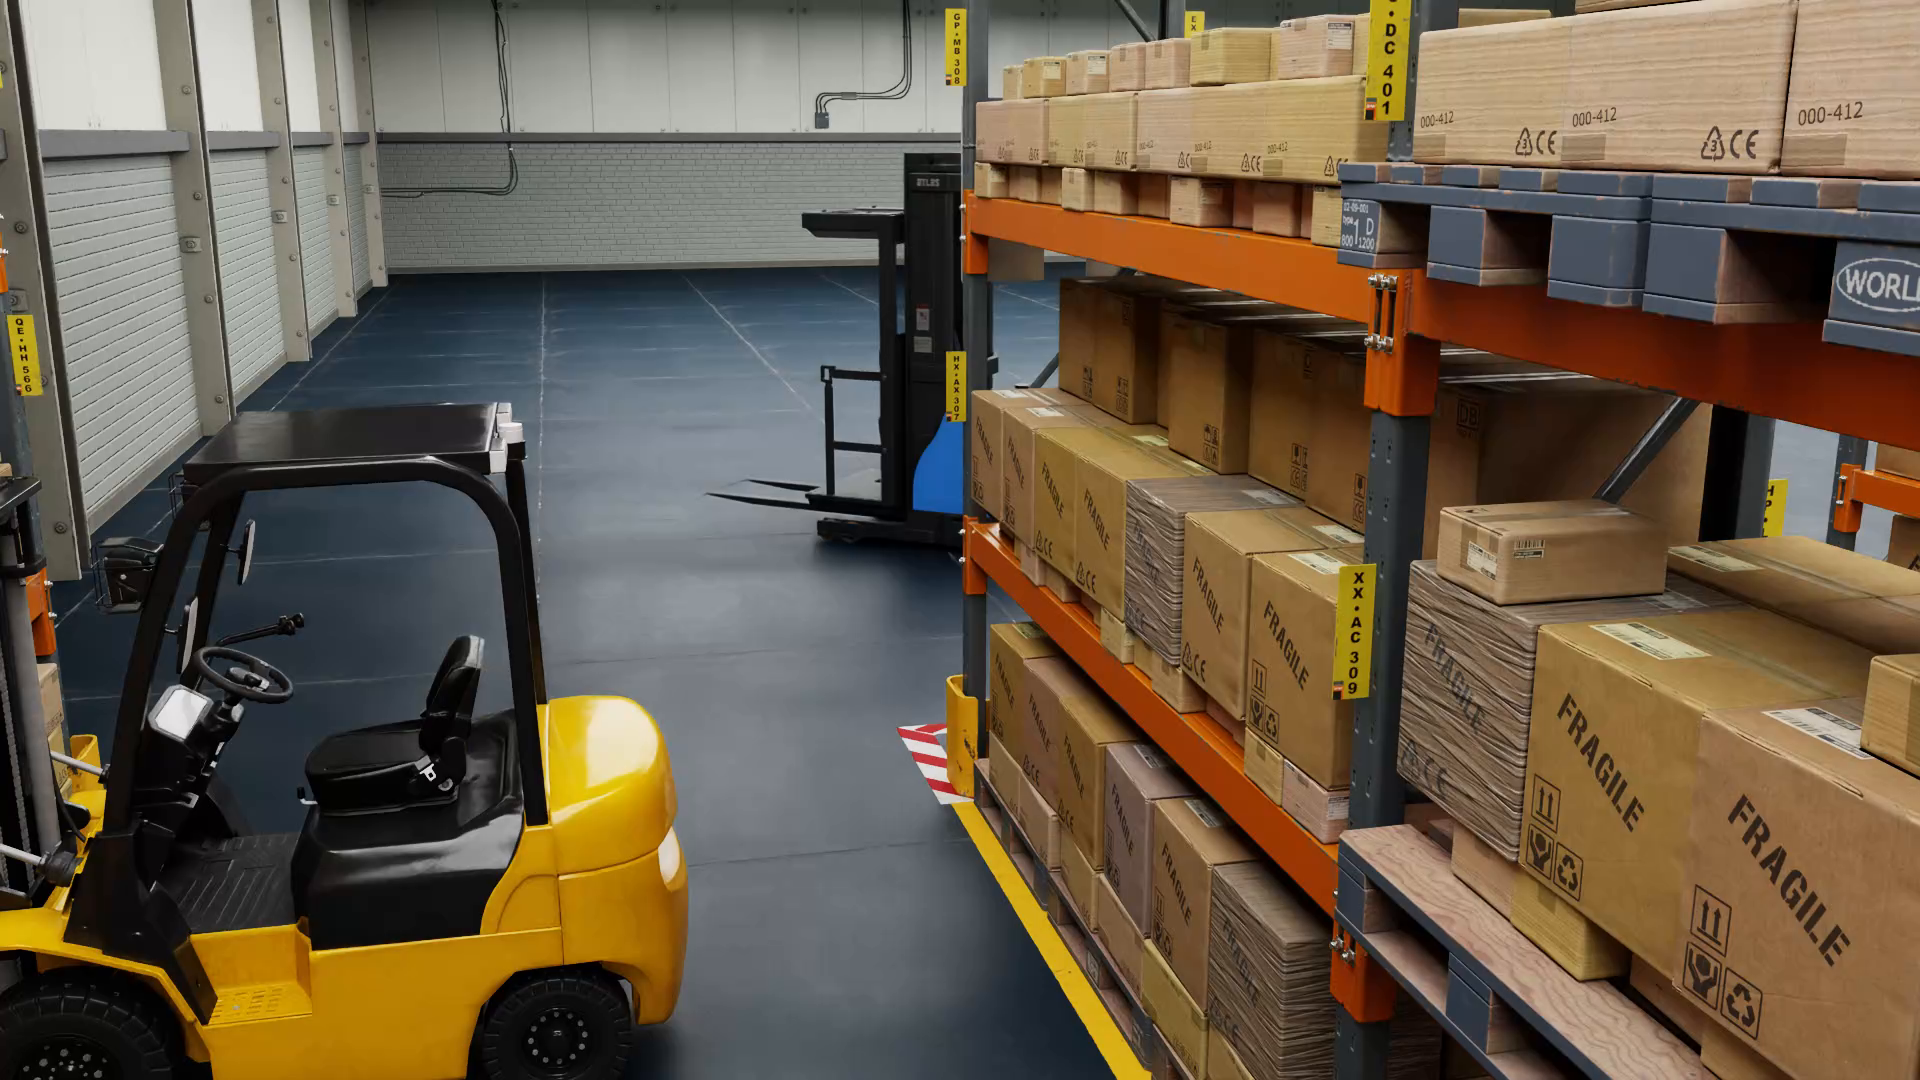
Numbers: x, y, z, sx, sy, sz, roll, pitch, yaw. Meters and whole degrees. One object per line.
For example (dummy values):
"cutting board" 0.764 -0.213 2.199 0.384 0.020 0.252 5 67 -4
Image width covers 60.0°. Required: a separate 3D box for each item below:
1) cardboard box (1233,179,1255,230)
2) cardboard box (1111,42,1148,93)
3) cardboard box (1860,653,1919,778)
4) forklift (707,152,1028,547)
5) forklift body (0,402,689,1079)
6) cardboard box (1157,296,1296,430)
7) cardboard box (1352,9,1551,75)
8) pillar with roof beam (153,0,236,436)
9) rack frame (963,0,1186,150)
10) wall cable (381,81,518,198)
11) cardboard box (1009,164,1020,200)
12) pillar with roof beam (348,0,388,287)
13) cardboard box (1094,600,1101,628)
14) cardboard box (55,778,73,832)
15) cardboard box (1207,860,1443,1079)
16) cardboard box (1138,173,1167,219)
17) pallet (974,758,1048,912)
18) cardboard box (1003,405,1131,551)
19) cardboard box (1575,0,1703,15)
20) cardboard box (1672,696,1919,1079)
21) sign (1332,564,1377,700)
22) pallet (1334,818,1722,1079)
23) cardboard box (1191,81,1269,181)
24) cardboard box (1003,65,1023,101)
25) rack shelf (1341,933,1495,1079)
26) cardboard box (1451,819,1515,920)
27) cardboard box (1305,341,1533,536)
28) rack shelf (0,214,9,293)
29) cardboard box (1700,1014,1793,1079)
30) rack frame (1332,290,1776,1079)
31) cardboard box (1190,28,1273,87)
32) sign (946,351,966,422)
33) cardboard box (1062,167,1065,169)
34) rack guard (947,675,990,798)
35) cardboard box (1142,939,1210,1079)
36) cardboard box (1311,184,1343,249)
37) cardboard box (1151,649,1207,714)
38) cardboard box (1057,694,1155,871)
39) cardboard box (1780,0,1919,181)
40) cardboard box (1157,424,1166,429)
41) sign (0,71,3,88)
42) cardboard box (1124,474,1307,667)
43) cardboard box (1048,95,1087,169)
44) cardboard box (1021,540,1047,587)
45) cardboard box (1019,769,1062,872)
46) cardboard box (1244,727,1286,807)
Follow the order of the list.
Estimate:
"cardboard box" 1.011 -0.968 4.778 0.380 0.149 0.250 -4 14 -15
"cardboard box" 0.709 -1.531 5.402 0.380 0.149 0.250 -3 14 -12
"cardboard box" 1.574 0.266 2.430 0.380 0.149 0.250 -2 14 -10
"forklift" -0.551 -1.508 12.924 3.031 2.935 1.130 6 15 24
"forklift body" -2.092 0.708 5.498 2.313 2.155 1.214 -3 14 -13
"cardboard box" 1.176 -0.662 6.372 0.700 0.500 0.500 -3 14 -14
"cardboard box" 1.166 -1.179 3.959 0.380 0.149 0.250 -3 14 -12
"pillar with roof beam" -3.657 -5.752 17.510 9.100 9.000 0.400 -3 14 -13
"rack frame" 0.513 -3.232 7.196 1.000 3.000 0.127 -3 14 -13
"wall cable" -11.476 -8.909 36.977 3.097 2.526 0.112 -3 14 -13
"cardboard box" 0.424 -1.503 6.967 0.380 0.149 0.250 -4 14 -15
"pillar with roof beam" -7.885 -9.905 34.507 9.100 9.000 0.400 -3 14 -13
"cardboard box" 0.710 0.256 6.087 0.380 0.149 0.250 -4 14 -15
"cardboard box" -3.894 1.182 6.677 0.500 0.250 0.500 -3 14 -13
"cardboard box" 1.052 1.251 4.816 0.500 0.500 0.500 -3 14 -14
"cardboard box" 0.811 -1.148 5.514 0.380 0.149 0.250 -3 14 -14
"pallet" 0.687 1.244 7.392 1.003 0.211 1.213 -3 14 -13
"cardboard box" 0.479 -0.267 6.862 0.500 0.500 0.500 -3 14 -11
"cardboard box" 1.327 -0.955 2.572 0.500 0.250 0.500 -4 14 -14
"cardboard box" 1.505 0.562 2.583 0.500 0.500 0.500 -3 14 -14
"sign" 0.927 0.216 3.897 0.100 0.325 0.005 -3 14 -13
"pallet" 1.490 0.882 3.399 1.003 0.211 1.213 -3 14 -13
"cardboard box" 0.967 -1.127 4.590 0.500 0.250 0.500 -4 14 -14
"cardboard box" 0.398 -1.947 7.105 0.380 0.149 0.250 -3 14 -14
"rack shelf" 1.922 1.416 2.328 1.077 0.370 4.000 -3 14 -13
"cardboard box" 1.275 0.668 3.517 0.380 0.149 0.250 -3 14 -12
"cardboard box" 1.461 -0.307 4.917 0.700 0.500 0.500 -3 14 -13
"rack shelf" -3.841 -0.687 4.613 1.077 0.370 4.000 -3 14 -13
"cardboard box" 1.486 0.849 2.776 0.380 0.149 0.250 -3 14 -12
"rack frame" 1.452 0.605 4.131 1.000 3.000 0.127 -3 14 -13
"cardboard box" 0.867 -1.352 4.669 0.380 0.149 0.250 -3 14 -12
"sign" -0.015 -0.708 7.681 0.100 0.325 0.005 -3 14 -13
"cardboard box" 0.601 -1.323 6.231 0.380 0.149 0.250 -4 14 -15
"rack guard" 0.531 0.914 8.133 1.175 0.500 0.348 -3 14 -13
"cardboard box" 0.917 1.493 5.405 0.500 0.250 0.500 -4 14 -15
"cardboard box" 1.081 -0.786 4.033 0.380 0.149 0.250 -3 14 -13
"cardboard box" 0.839 0.436 5.353 0.380 0.149 0.250 -3 14 -14
"cardboard box" 0.677 0.893 6.280 0.500 0.500 0.500 -3 14 -12
"cardboard box" 1.460 -0.594 2.151 0.500 0.250 0.500 -3 14 -14
"cardboard box" 1.021 -0.285 6.937 0.500 0.500 0.500 -3 14 -13
"sign" -3.780 -1.916 6.431 0.100 0.325 0.005 -3 14 -13
"cardboard box" 0.852 0.085 5.420 0.500 0.500 0.500 -3 14 -12
"cardboard box" 0.626 -1.481 6.039 0.500 0.250 0.500 -3 14 -12
"cardboard box" 0.463 0.078 6.815 0.380 0.149 0.250 -3 14 -12
"cardboard box" 0.546 1.134 6.876 0.500 0.250 0.500 -3 14 -11
"cardboard box" 1.015 0.613 4.629 0.380 0.149 0.250 -3 14 -12
